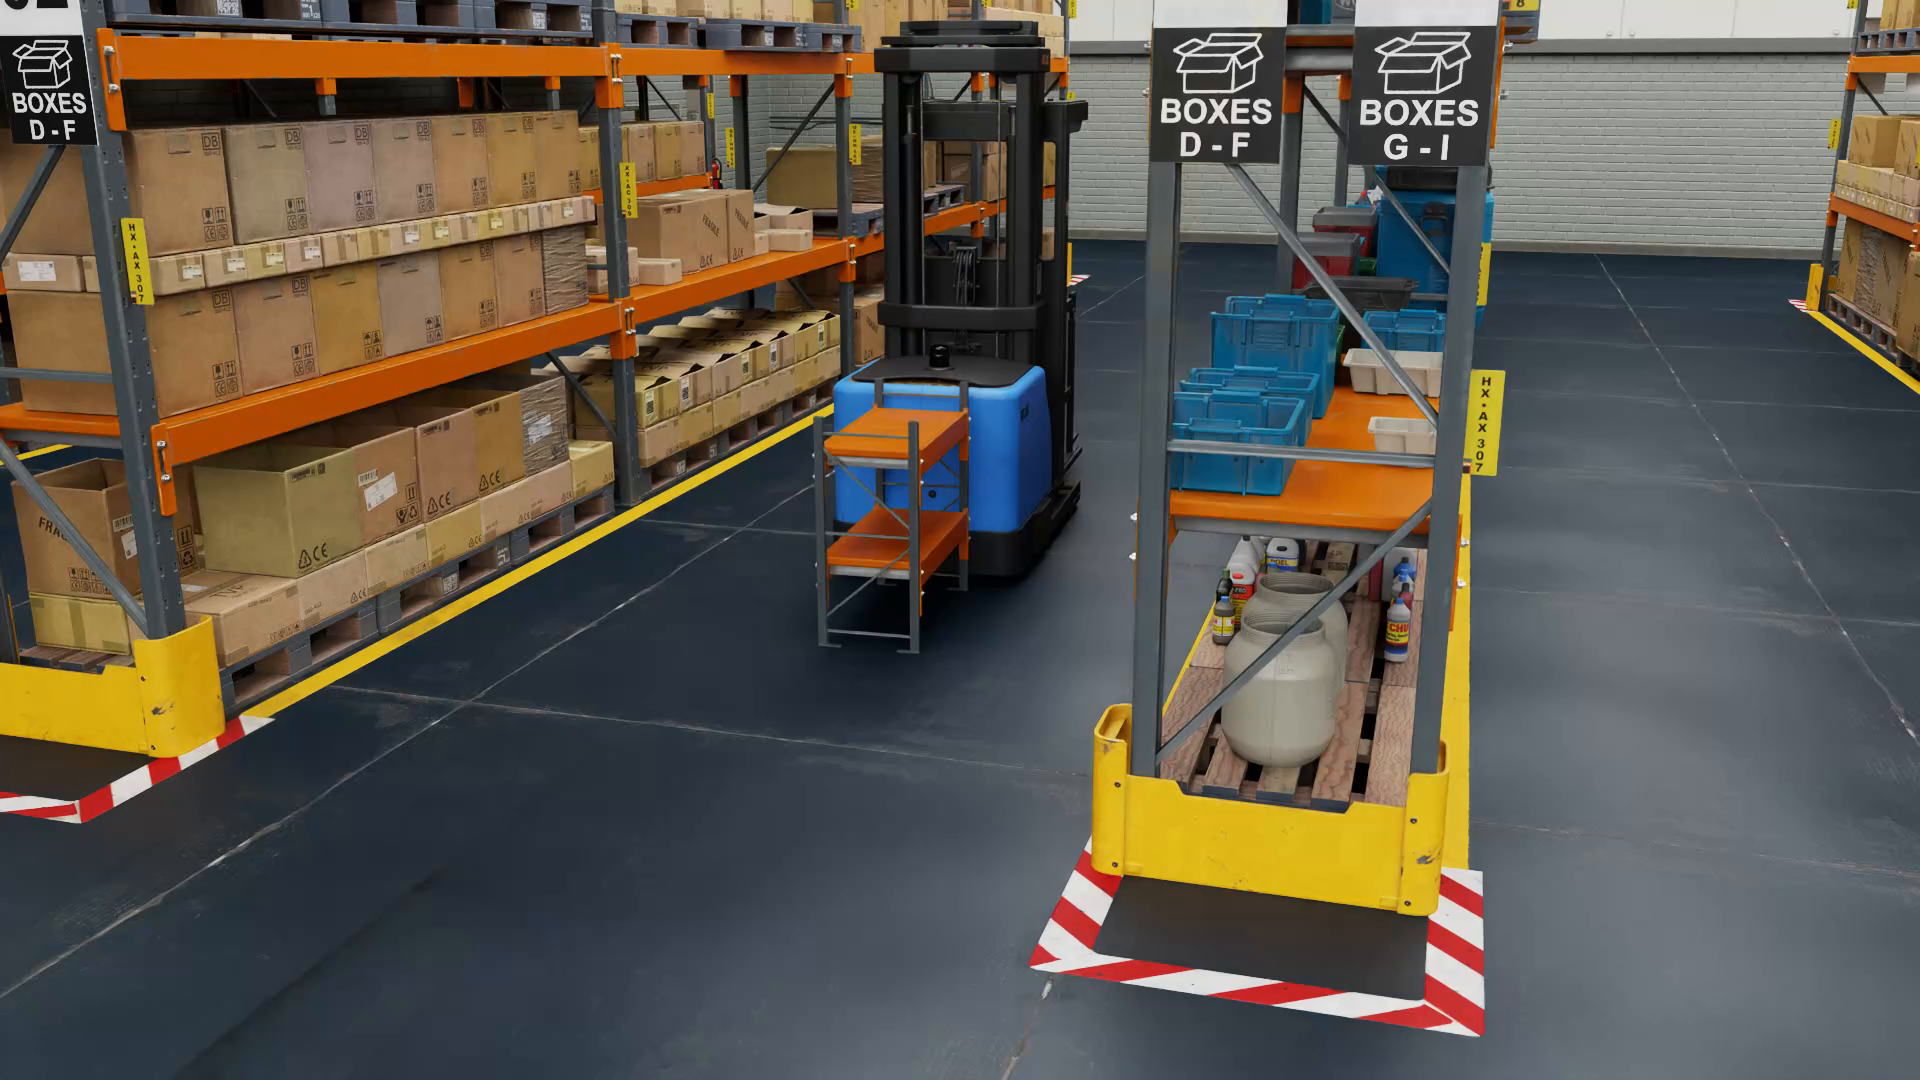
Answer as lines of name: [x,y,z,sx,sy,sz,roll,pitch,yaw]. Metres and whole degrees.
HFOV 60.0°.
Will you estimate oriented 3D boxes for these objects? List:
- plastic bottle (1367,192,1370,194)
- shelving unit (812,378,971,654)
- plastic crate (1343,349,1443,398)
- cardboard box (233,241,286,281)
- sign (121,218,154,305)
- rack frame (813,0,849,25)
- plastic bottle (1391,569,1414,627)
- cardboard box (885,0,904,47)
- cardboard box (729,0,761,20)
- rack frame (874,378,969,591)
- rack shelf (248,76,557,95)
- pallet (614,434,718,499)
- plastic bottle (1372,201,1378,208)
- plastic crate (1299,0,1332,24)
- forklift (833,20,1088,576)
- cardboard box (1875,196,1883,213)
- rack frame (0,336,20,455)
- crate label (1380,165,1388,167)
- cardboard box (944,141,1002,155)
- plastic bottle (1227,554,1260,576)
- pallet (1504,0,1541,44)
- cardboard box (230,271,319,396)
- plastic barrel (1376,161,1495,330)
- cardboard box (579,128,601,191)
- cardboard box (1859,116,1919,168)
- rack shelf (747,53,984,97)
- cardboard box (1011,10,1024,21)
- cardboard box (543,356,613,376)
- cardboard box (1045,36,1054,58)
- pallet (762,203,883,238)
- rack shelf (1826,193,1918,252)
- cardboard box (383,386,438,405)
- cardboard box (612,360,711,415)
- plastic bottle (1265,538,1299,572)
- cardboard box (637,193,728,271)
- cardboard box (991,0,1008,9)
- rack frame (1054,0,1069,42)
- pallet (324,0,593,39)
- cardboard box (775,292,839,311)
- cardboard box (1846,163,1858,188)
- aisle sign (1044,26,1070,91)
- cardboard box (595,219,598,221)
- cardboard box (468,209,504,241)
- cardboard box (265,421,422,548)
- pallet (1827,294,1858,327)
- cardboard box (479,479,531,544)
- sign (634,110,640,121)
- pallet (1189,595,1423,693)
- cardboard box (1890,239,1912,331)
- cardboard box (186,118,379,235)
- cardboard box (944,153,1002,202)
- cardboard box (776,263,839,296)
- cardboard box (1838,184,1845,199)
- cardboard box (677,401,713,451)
plastic bottle: [3.826,-3.131,15.606,0.097,0.271,0.097,0,16,0]
shelving unit: [-0.319,-0.153,8.307,0.538,1.125,1.048,4,16,13]
plastic crate: [1.994,-0.744,7.439,0.530,0.136,0.437,5,16,16]
cardboard box: [-3.210,-1.234,7.313,0.380,0.149,0.250,5,16,16]
sign: [-3.142,-1.064,6.352,0.100,0.325,0.005,5,16,16]
rack frame: [-1.399,-5.633,13.198,1.000,3.000,0.127,5,16,16]
plastic bottle: [2.015,0.266,7.588,0.097,0.271,0.097,0,16,0]
cardboard box: [-1.015,-4.624,14.956,0.910,0.500,0.500,5,16,16]
cardboard box: [-1.779,-3.909,12.124,0.500,0.250,0.500,4,16,15]
rack frame: [-0.202,-0.288,8.783,0.500,1.125,0.032,4,16,13]
rack shelf: [-5.581,-4.750,16.901,1.077,0.370,4.000,5,16,16]
pallet: [-2.364,-0.555,11.398,1.003,0.211,1.213,5,16,16]
plastic bottle: [3.571,-2.781,14.350,0.061,0.283,0.133,5,16,16]
plastic crate: [1.329,-2.226,6.714,0.392,0.384,0.575,5,16,16]
forklift: [0.147,-1.577,10.019,1.130,2.935,3.031,4,16,13]
cardboard box: [9.372,-3.345,16.585,0.380,0.149,0.250,4,16,15]
rack frame: [-7.286,-2.084,11.678,1.000,3.000,0.127,5,16,16]
crate label: [5.237,-4.364,19.915,0.416,0.233,0.303,5,16,16]
cardboard box: [0.141,-4.424,17.914,0.500,0.500,0.500,5,17,17]
plastic bottle: [1.315,0.215,7.759,0.152,0.276,0.135,4,16,14]
pallet: [2.101,-2.471,7.894,1.213,0.211,1.003,5,16,16]
cardboard box: [-3.383,-0.961,7.537,0.700,0.500,0.500,5,17,17]
plastic barrel: [2.613,-1.634,9.175,0.600,0.901,0.708,5,16,16]
cardboard box: [-4.843,-4.462,19.512,0.980,0.700,0.700,5,17,17]
cardboard box: [9.692,-4.131,17.252,0.500,0.500,0.500,4,16,14]
rack shelf: [-0.831,-4.367,15.550,1.077,0.370,4.000,5,16,16]
cardboard box: [0.408,-5.774,18.550,0.500,0.250,0.500,5,16,16]
cardboard box: [-2.554,-1.114,11.502,0.500,0.311,0.500,5,17,17]
cardboard box: [0.829,-5.926,20.003,0.500,0.250,0.500,5,16,16]
pallet: [-1.274,-2.837,14.687,1.213,0.211,1.003,5,16,16]
rack shelf: [9.803,-3.201,16.937,1.077,0.370,4.000,5,16,16]
cardboard box: [-3.252,-0.582,9.278,0.500,0.500,0.500,5,16,16]
cardboard box: [-2.032,-1.069,11.342,0.500,0.311,0.500,4,16,15]
plastic bottle: [1.560,0.128,8.067,0.152,0.276,0.135,5,16,16]
cardboard box: [-2.010,-2.217,11.965,0.500,0.500,0.500,5,16,16]
cardboard box: [0.117,-6.016,18.028,0.700,0.500,0.500,5,16,16]
rack frame: [0.874,-7.726,20.577,1.000,3.000,0.127,5,16,16]
pallet: [-2.753,-2.876,9.136,1.003,0.211,1.213,5,16,16]
cardboard box: [-1.358,-2.019,15.225,0.500,0.500,0.500,5,17,18]
cardboard box: [9.835,-3.900,17.814,0.500,0.250,0.500,4,16,15]
aisle sign: [1.188,-6.085,21.020,0.394,0.787,0.004,5,16,16]
cardboard box: [-4.639,-3.926,20.797,0.380,0.149,0.250,5,17,16]
cardboard box: [-2.699,-1.707,8.978,0.380,0.149,0.250,5,16,16]
cardboard box: [-3.037,-0.280,8.214,0.500,0.500,0.500,5,16,16]
pallet: [10.219,-2.514,18.306,1.003,0.211,1.213,5,16,16]
cardboard box: [-2.738,-0.179,9.234,0.500,0.250,0.500,5,16,16]
sign: [-4.406,-5.722,22.775,0.100,0.325,0.005,5,16,16]
pallet: [1.637,0.519,7.613,1.003,0.211,1.213,5,16,16]
cardboard box: [9.499,-2.371,15.814,0.875,0.875,0.875,5,16,16]
cardboard box: [-3.226,-1.731,7.875,0.700,0.500,0.500,5,16,16]
cardboard box: [0.144,-3.954,18.088,0.500,0.500,0.500,5,17,17]
cardboard box: [-1.346,-2.395,15.175,0.500,0.250,0.500,5,17,18]
cardboard box: [9.882,-3.815,18.244,0.380,0.149,0.250,4,16,15]
cardboard box: [-2.037,-0.800,11.421,0.500,0.250,0.500,5,17,17]
